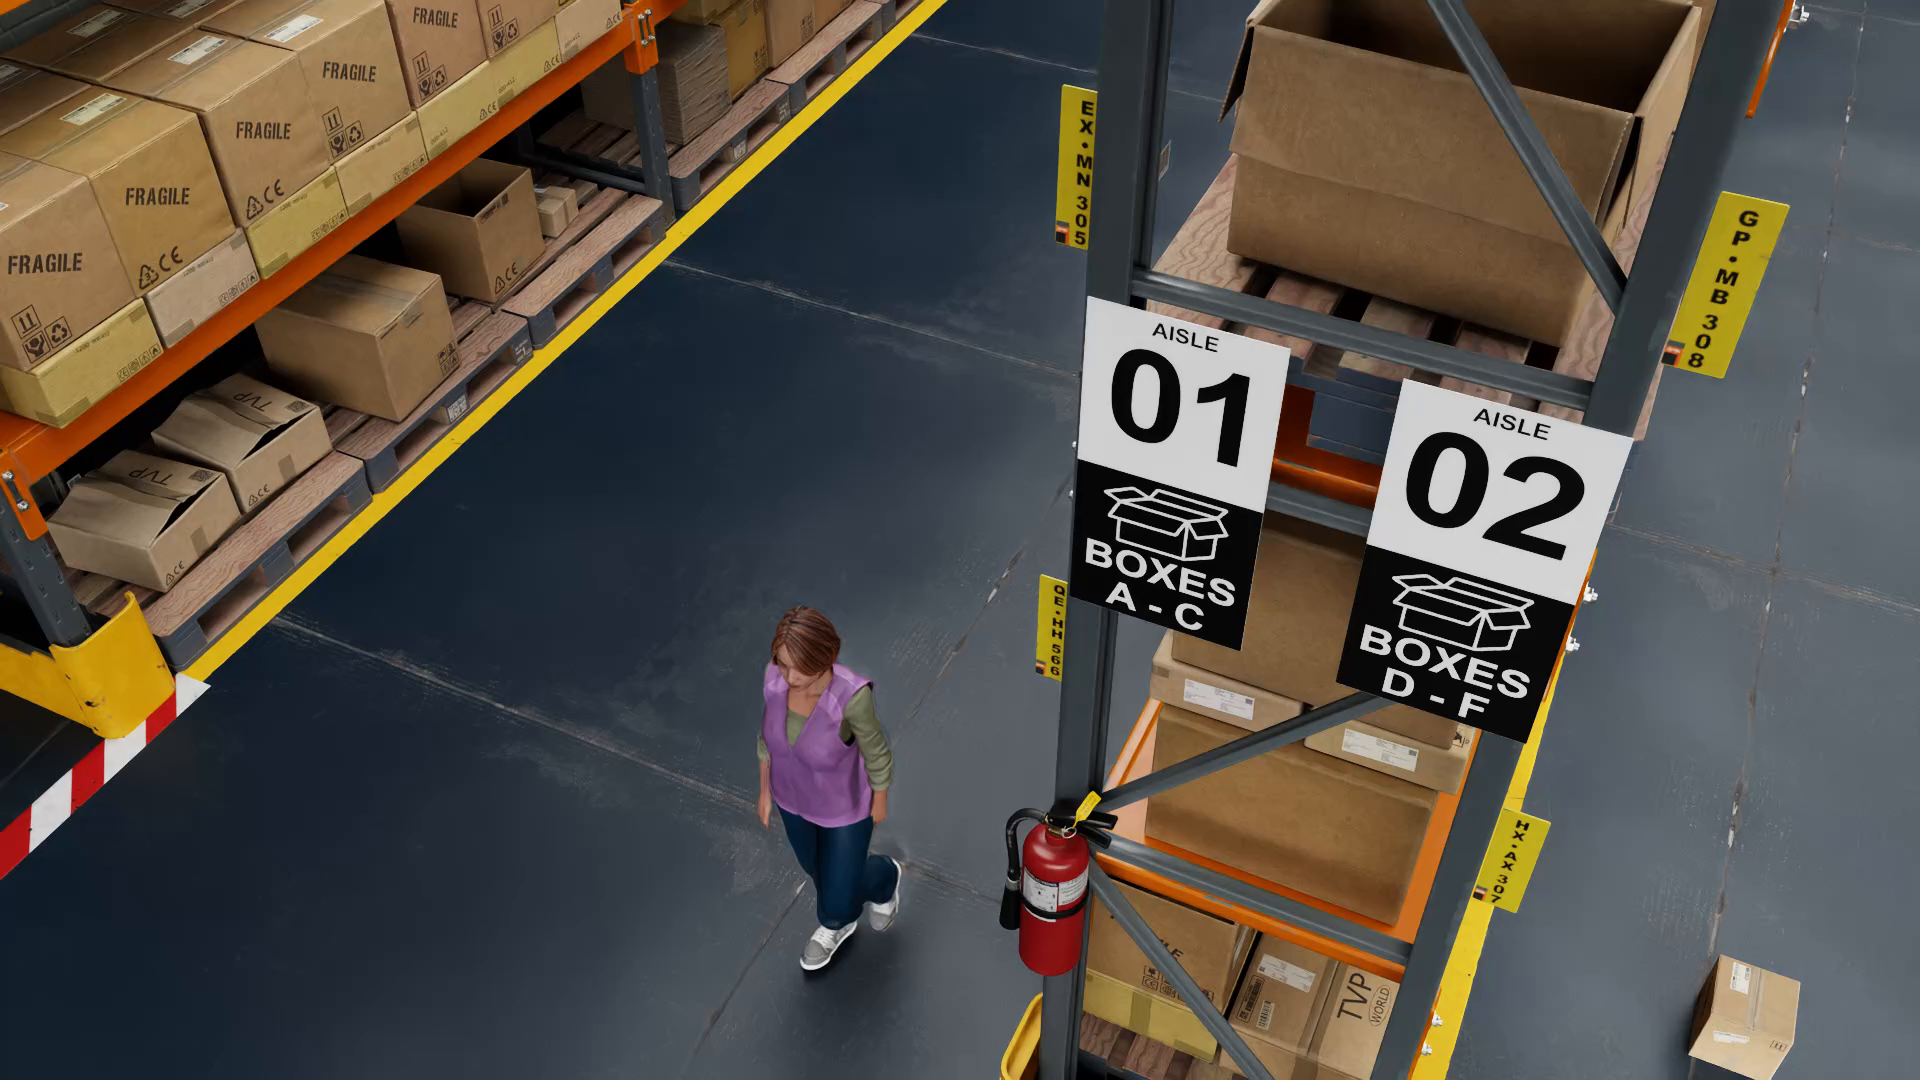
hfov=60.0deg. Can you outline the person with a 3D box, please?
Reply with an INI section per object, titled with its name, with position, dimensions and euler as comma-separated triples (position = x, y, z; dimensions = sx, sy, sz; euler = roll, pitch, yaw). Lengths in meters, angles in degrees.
[person]
position = -0.411, 0.796, 5.267
dimensions = 0.425, 1.591, 0.442
euler = 23, 47, 23
